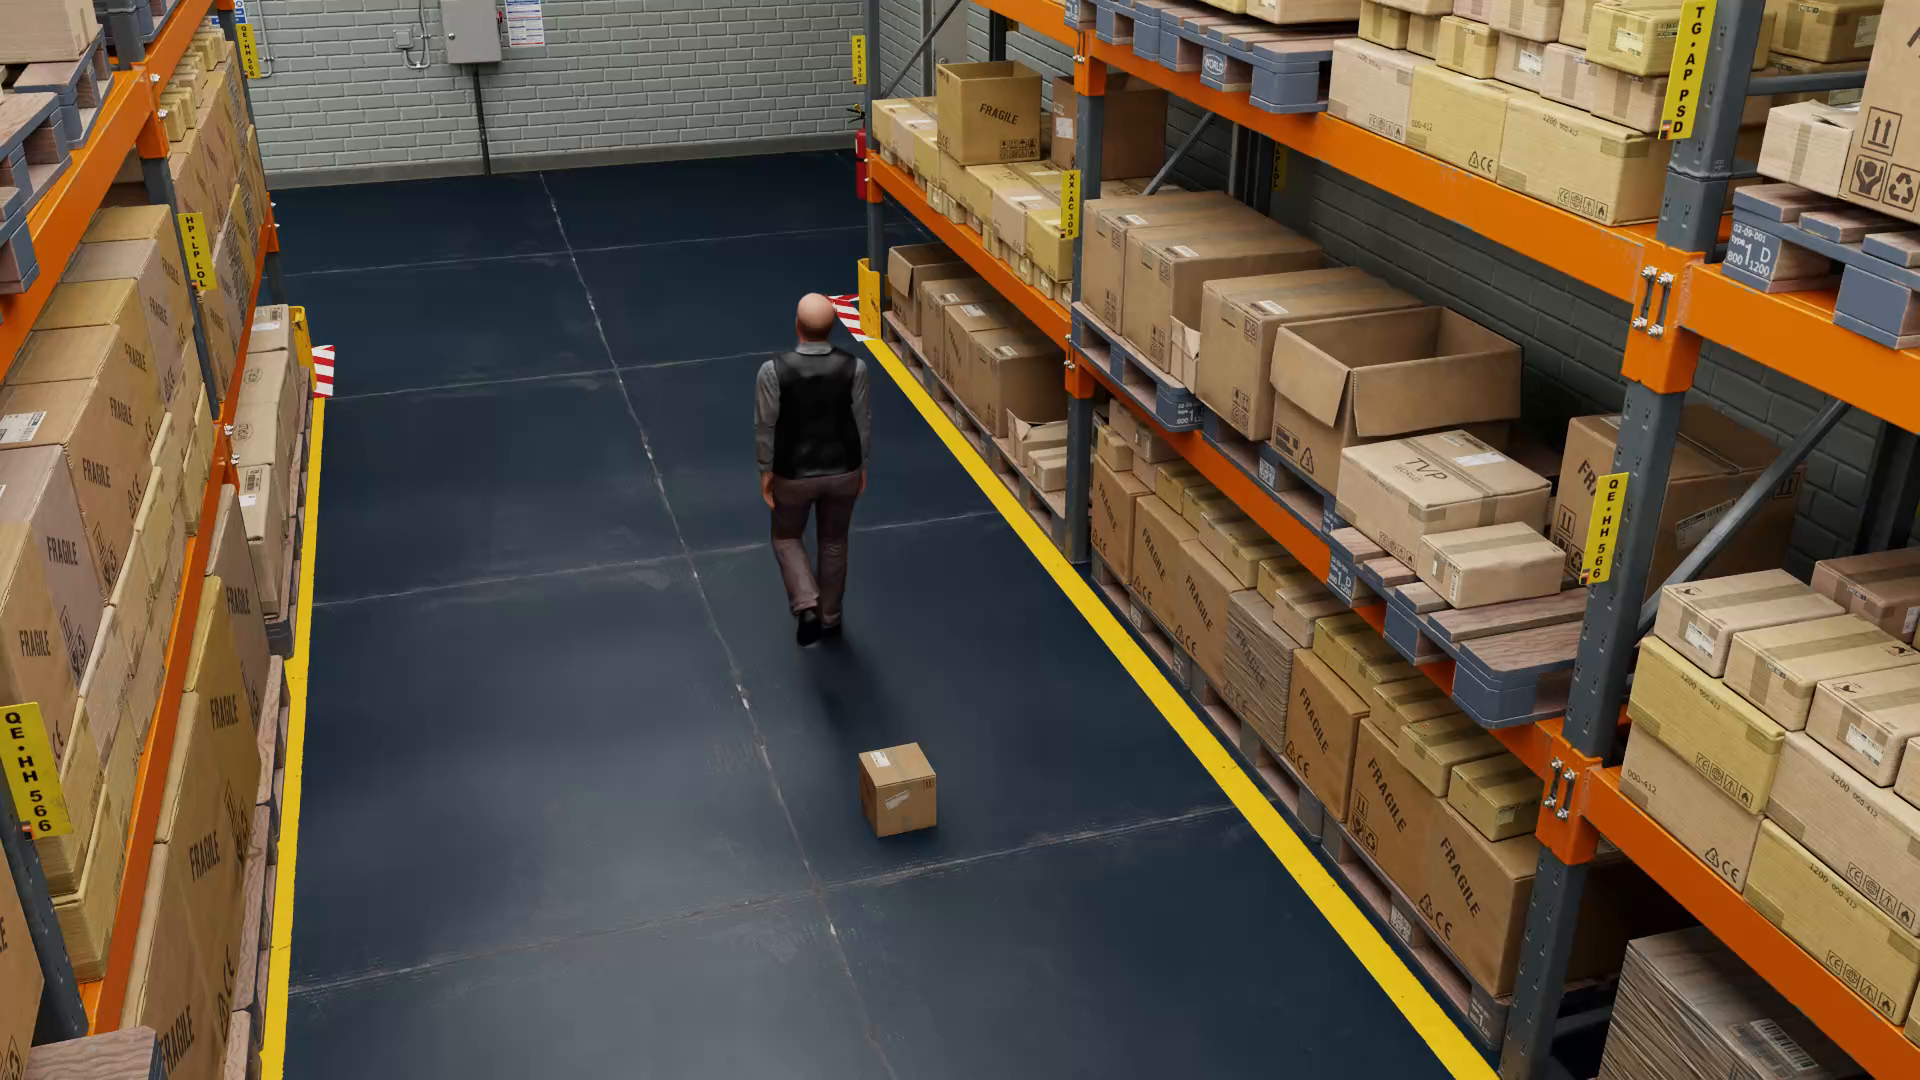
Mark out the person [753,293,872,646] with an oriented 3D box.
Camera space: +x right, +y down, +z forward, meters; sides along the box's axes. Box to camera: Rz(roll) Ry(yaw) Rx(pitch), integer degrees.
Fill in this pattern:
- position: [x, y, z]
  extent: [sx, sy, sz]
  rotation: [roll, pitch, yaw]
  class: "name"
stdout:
- position: [-0.667, -0.291, 7.687]
  extent: [0.547, 1.709, 0.597]
  rotation: [-6, 27, -11]
  class: "person"
